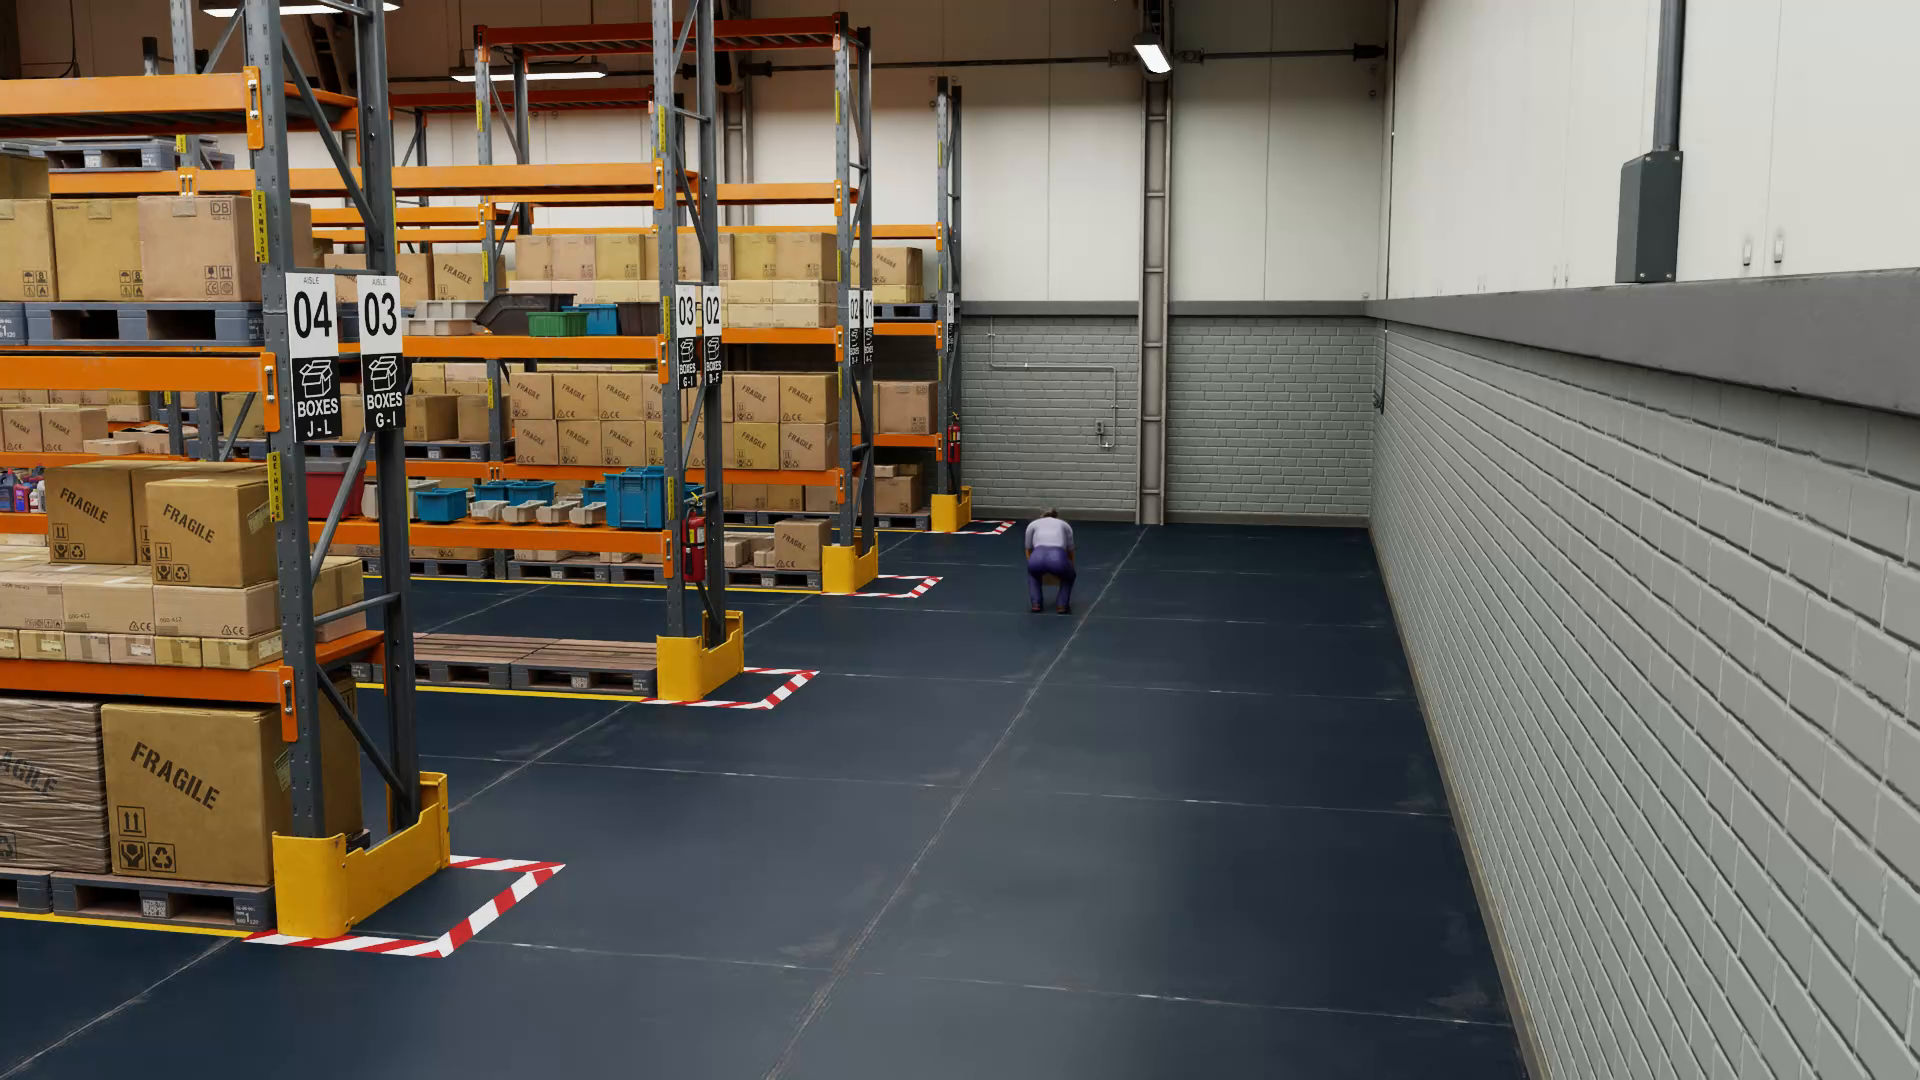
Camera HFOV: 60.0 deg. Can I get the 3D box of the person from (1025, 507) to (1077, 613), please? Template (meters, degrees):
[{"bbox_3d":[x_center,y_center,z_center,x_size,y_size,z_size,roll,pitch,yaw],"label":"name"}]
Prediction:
[{"bbox_3d":[0.897,0.204,16.722,0.530,1.013,0.802,2,8,11],"label":"person"}]
